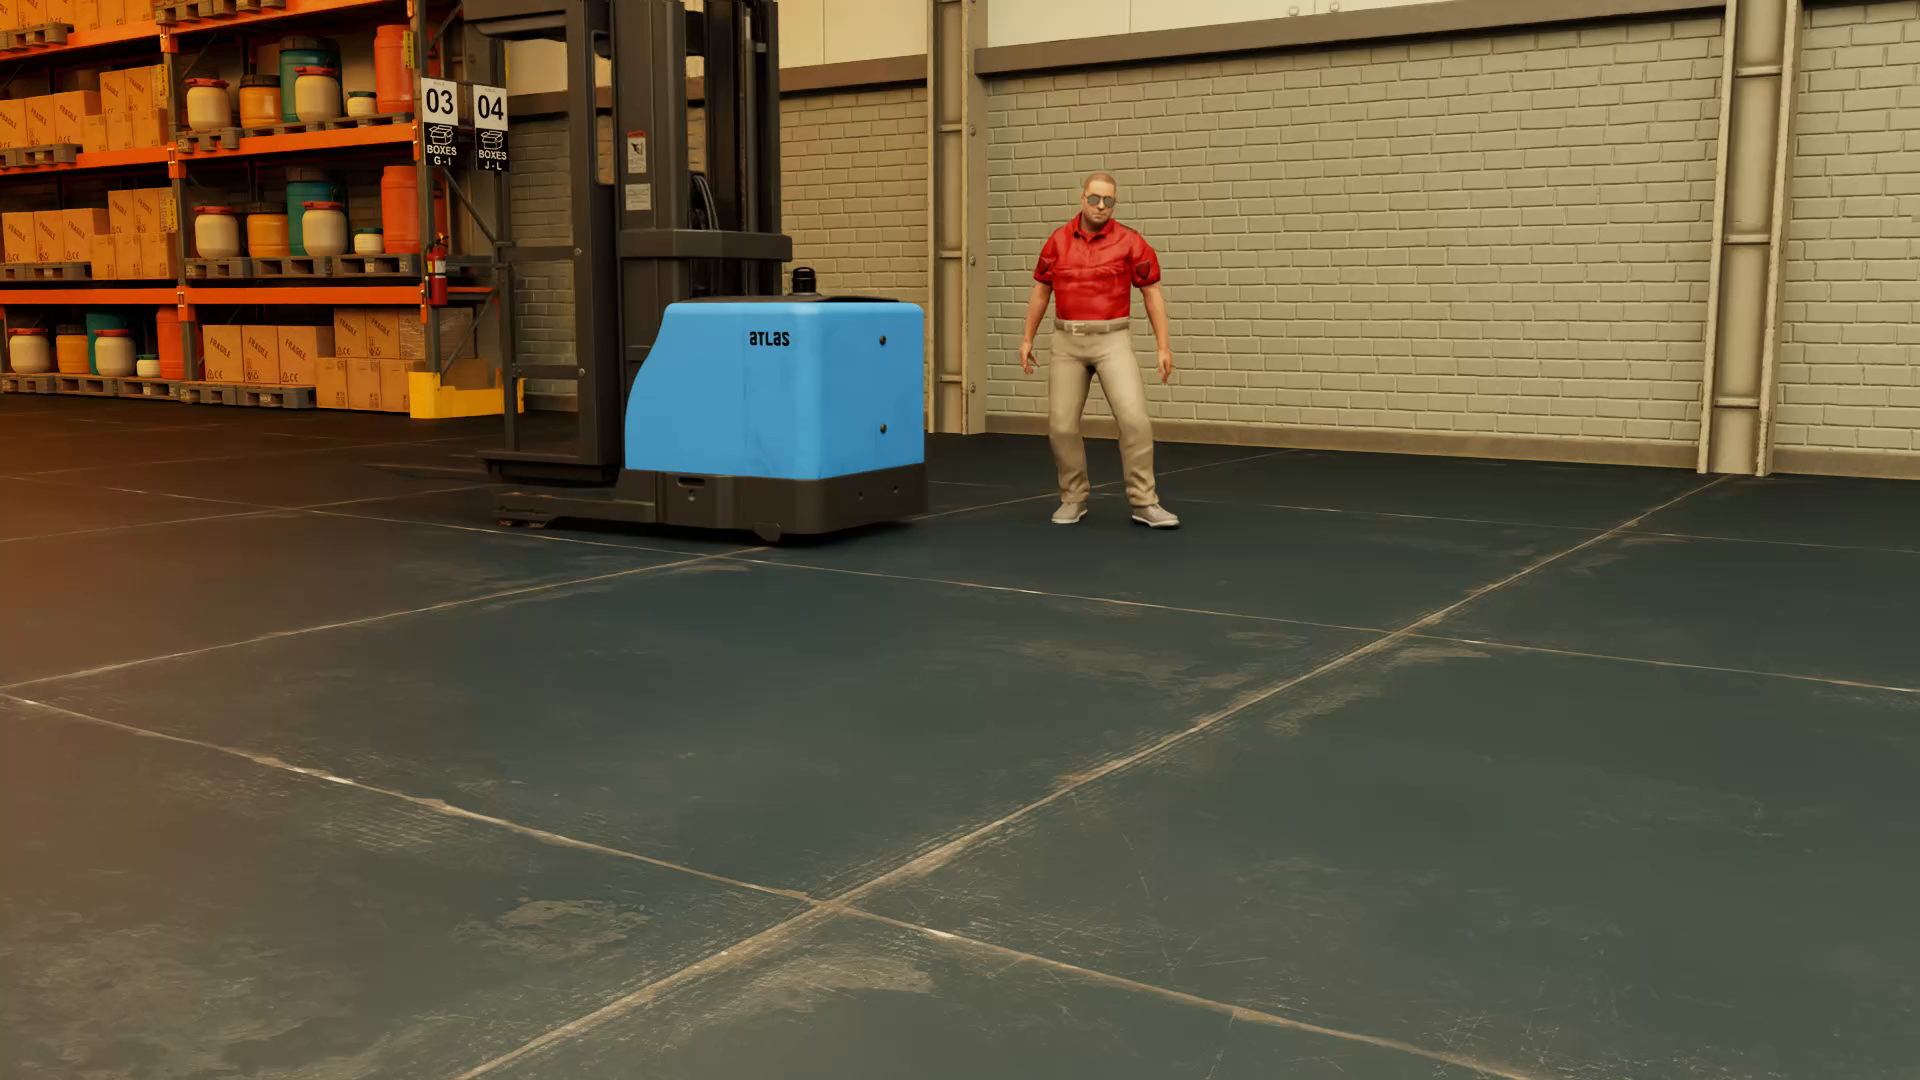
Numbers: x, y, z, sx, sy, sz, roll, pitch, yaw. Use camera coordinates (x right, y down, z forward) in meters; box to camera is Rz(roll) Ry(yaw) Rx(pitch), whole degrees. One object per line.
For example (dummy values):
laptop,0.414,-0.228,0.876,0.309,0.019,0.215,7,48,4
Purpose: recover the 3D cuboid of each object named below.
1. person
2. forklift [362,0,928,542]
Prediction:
person,0.683,-0.922,8.121,0.878,1.700,0.405,3,9,20
forklift,-1.696,-1.566,8.209,3.031,2.935,1.130,5,9,29
